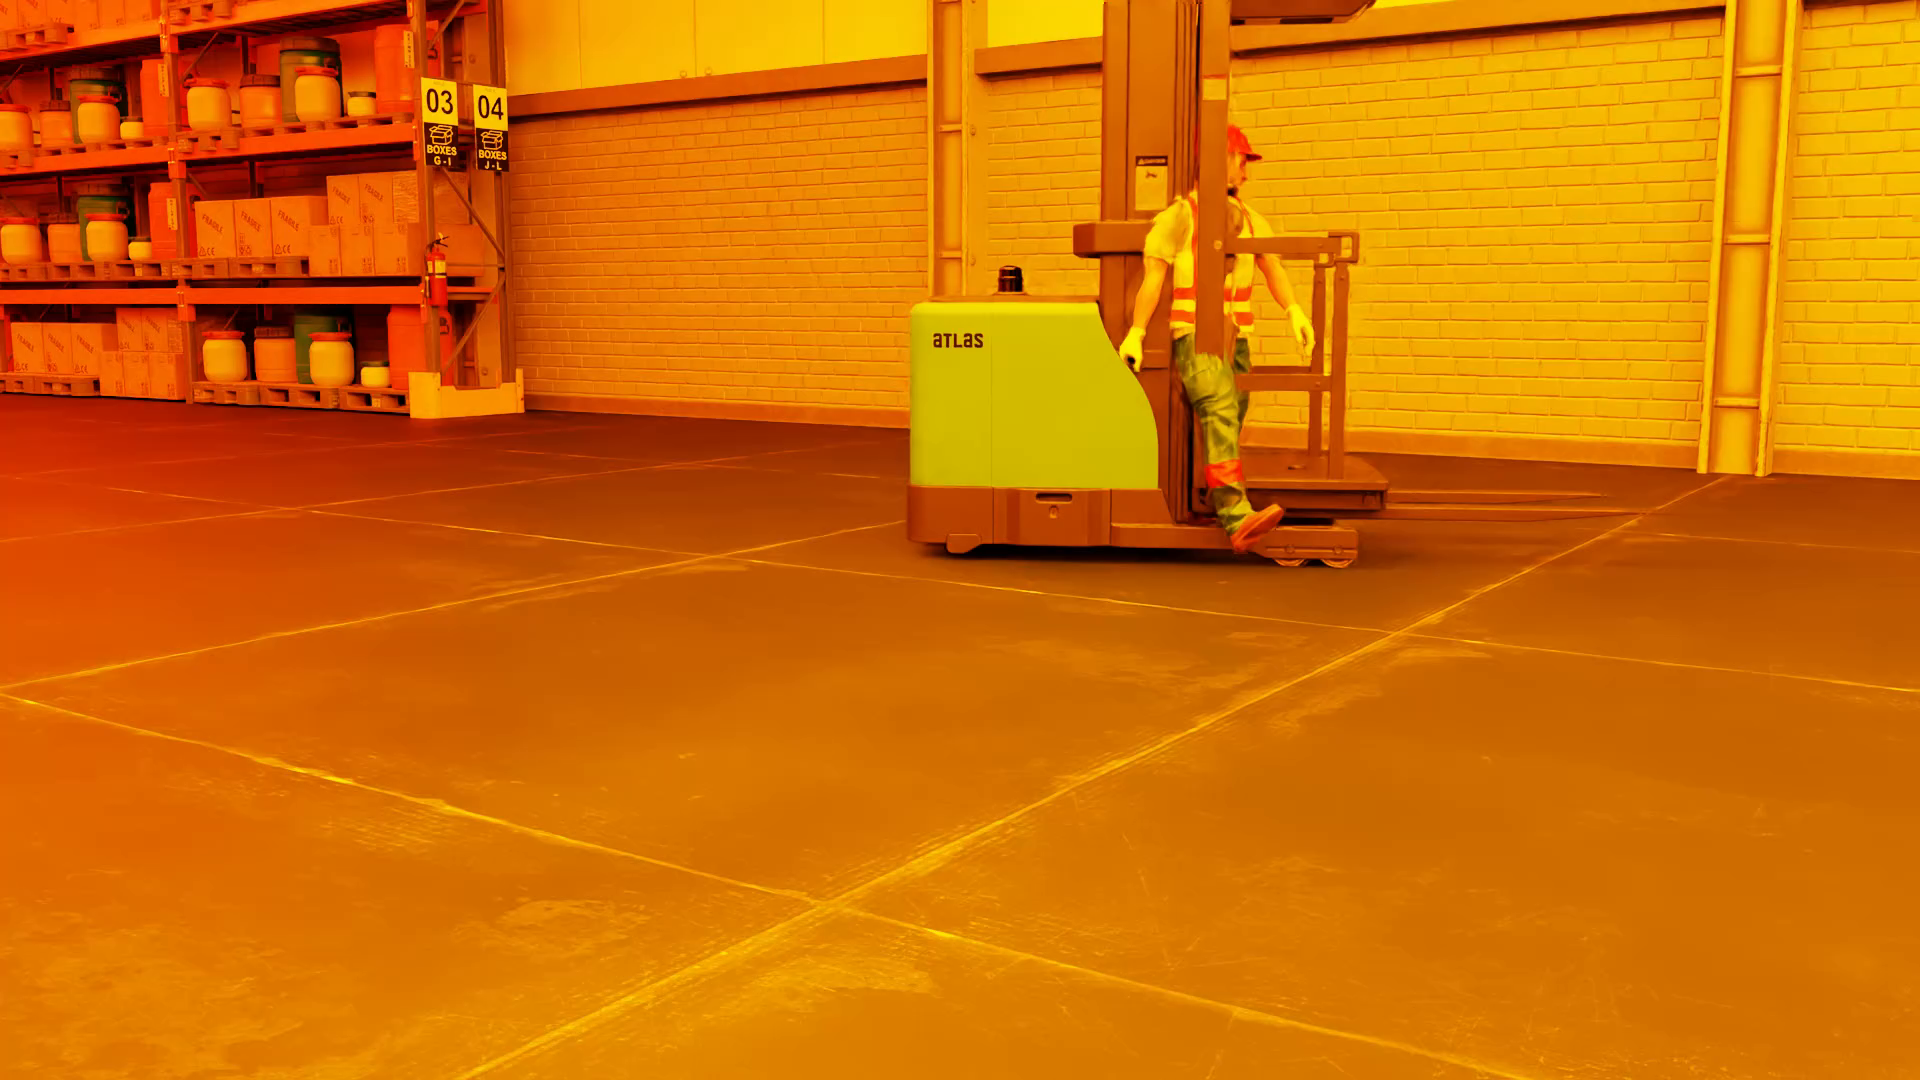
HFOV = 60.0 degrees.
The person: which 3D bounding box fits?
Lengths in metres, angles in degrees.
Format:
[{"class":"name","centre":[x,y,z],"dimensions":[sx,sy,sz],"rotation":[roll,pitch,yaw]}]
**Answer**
[{"class":"person","centre":[1.060,-0.838,6.843],"dimensions":[0.686,1.724,0.936],"rotation":[-6,10,-37]}]

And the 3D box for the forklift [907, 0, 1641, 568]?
[{"class":"forklift","centre":[1.330,-1.417,7.154],"dimensions":[3.031,2.935,1.130],"rotation":[1,8,7]}]
